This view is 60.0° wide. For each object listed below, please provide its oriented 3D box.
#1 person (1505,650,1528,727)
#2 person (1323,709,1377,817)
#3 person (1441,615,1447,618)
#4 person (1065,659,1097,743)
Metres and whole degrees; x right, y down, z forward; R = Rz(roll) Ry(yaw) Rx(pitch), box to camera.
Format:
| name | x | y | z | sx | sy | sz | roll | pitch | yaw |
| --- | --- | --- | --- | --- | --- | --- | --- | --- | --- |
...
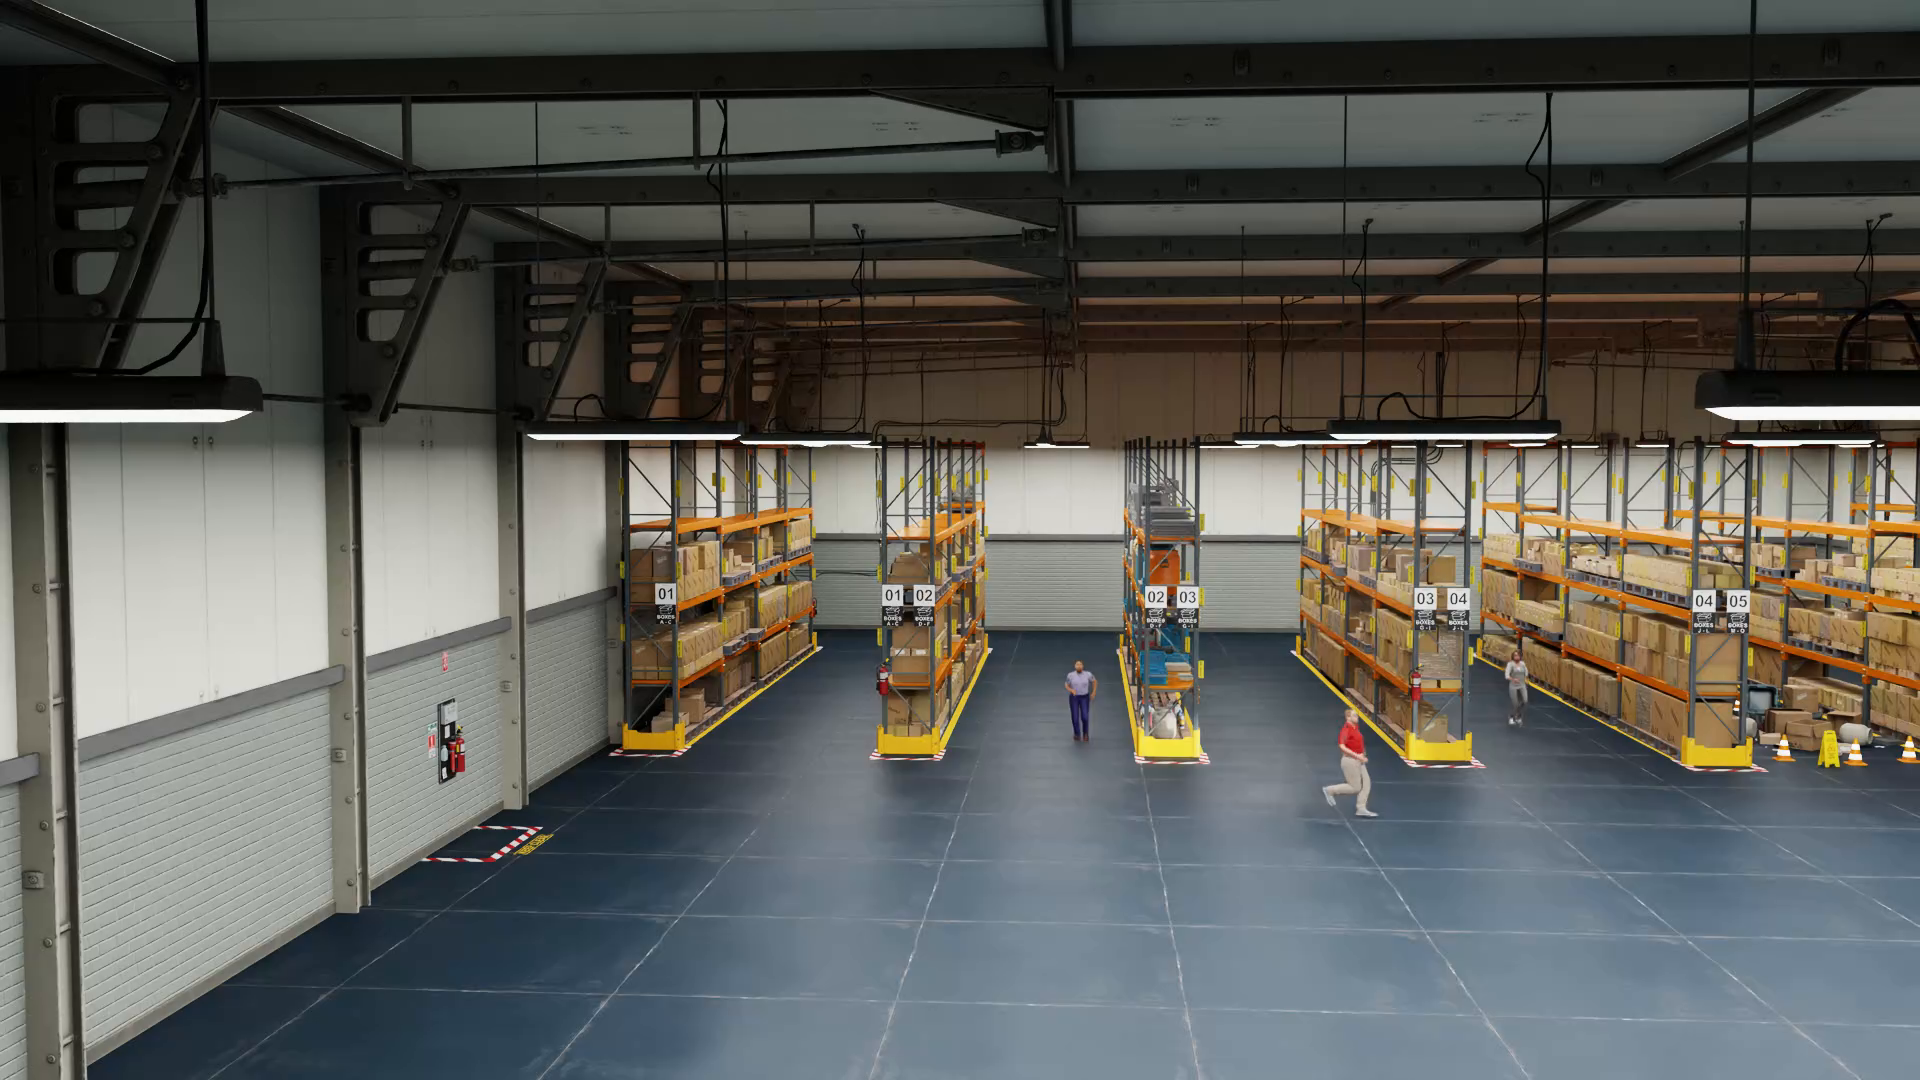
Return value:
| name | x | y | z | sx | sy | sz | roll | pitch | yaw |
| --- | --- | --- | --- | --- | --- | --- | --- | --- | --- |
| person | 11.586 | 3.083 | 34.558 | 0.545 | 1.578 | 0.629 | 0 | 3 | 1 |
| person | 6.174 | 3.489 | 26.090 | 0.767 | 1.685 | 0.677 | 2 | 3 | 27 |
| person | 13.192 | 2.404 | 45.945 | 0.684 | 1.780 | 0.670 | 1 | 3 | 17 |
| person | 2.368 | 3.169 | 32.667 | 0.622 | 1.651 | 0.655 | 0 | 3 | 6 |
